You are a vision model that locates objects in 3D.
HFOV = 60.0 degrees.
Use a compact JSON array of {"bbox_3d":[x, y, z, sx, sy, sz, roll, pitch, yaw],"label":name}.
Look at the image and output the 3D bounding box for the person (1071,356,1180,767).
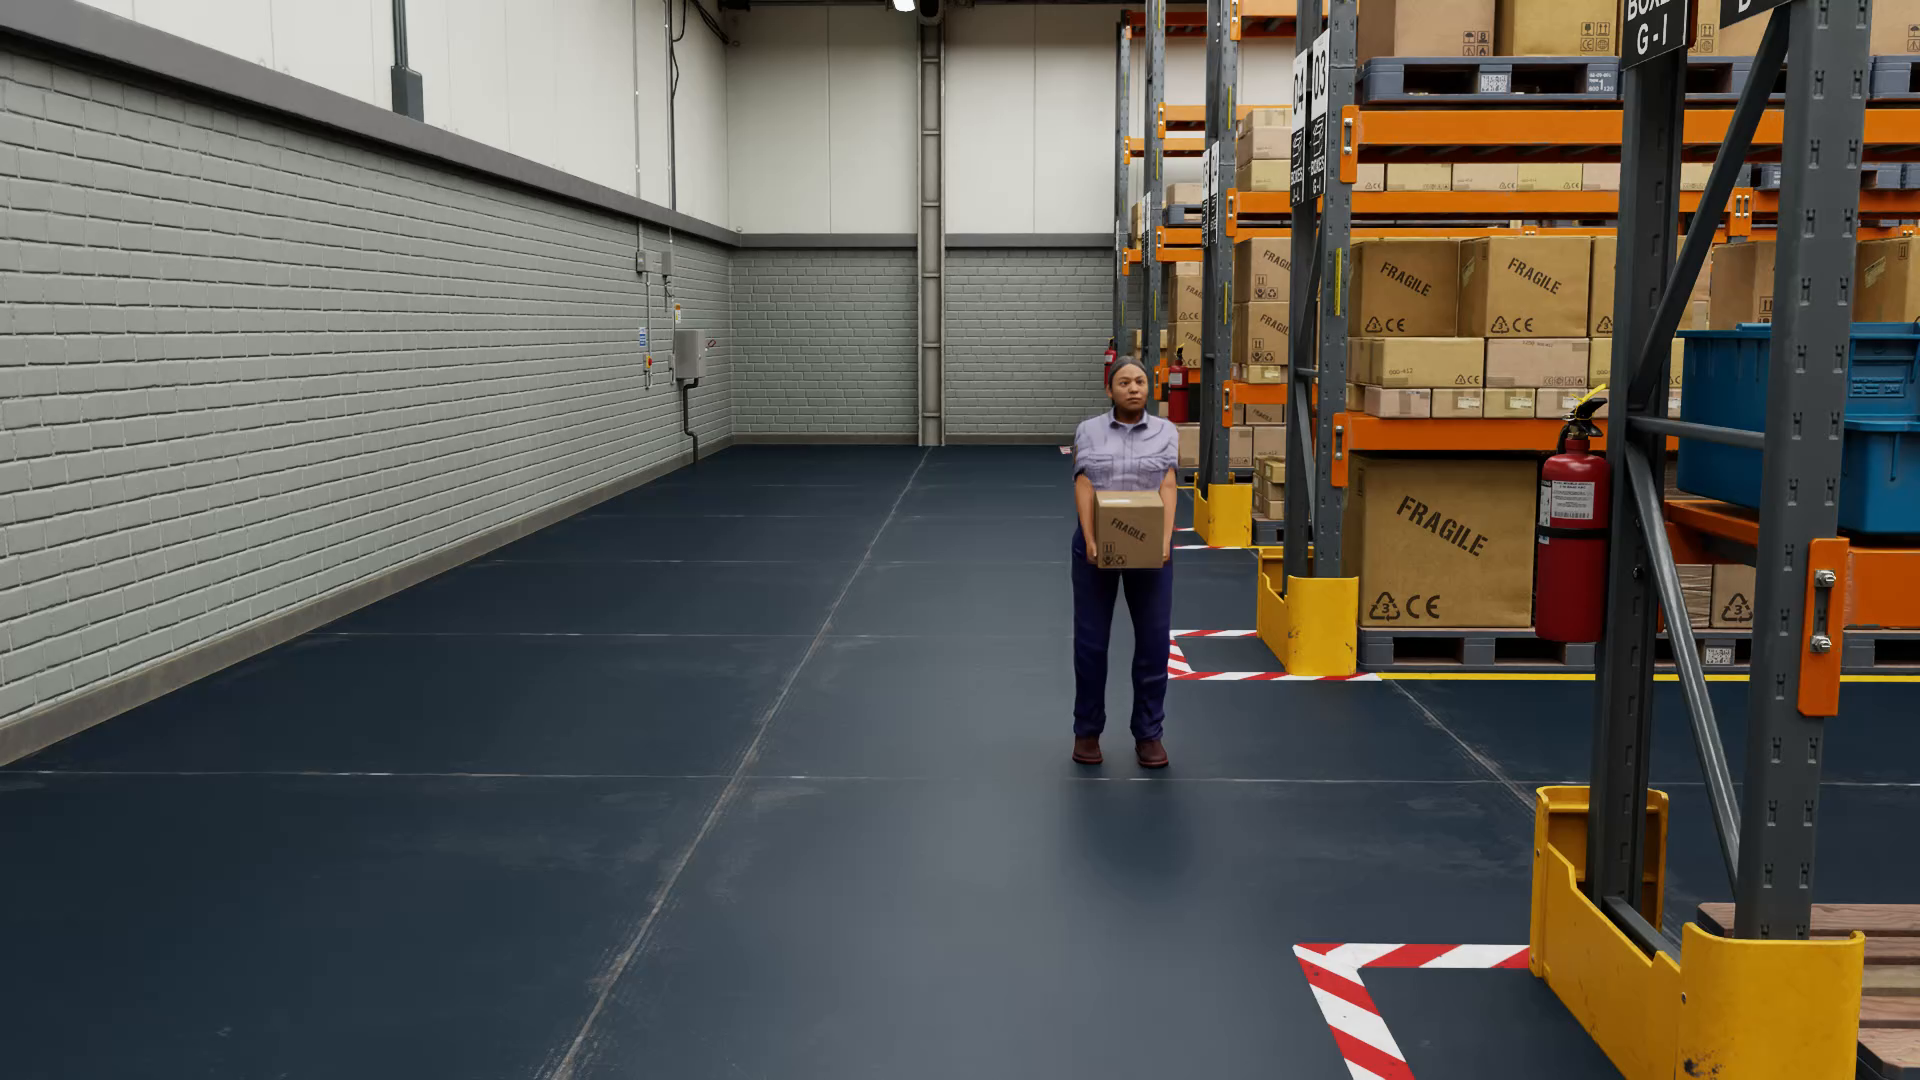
[{"bbox_3d":[0.671,0.088,6.687,0.434,1.646,0.499,0,7,1],"label":"person"}]
